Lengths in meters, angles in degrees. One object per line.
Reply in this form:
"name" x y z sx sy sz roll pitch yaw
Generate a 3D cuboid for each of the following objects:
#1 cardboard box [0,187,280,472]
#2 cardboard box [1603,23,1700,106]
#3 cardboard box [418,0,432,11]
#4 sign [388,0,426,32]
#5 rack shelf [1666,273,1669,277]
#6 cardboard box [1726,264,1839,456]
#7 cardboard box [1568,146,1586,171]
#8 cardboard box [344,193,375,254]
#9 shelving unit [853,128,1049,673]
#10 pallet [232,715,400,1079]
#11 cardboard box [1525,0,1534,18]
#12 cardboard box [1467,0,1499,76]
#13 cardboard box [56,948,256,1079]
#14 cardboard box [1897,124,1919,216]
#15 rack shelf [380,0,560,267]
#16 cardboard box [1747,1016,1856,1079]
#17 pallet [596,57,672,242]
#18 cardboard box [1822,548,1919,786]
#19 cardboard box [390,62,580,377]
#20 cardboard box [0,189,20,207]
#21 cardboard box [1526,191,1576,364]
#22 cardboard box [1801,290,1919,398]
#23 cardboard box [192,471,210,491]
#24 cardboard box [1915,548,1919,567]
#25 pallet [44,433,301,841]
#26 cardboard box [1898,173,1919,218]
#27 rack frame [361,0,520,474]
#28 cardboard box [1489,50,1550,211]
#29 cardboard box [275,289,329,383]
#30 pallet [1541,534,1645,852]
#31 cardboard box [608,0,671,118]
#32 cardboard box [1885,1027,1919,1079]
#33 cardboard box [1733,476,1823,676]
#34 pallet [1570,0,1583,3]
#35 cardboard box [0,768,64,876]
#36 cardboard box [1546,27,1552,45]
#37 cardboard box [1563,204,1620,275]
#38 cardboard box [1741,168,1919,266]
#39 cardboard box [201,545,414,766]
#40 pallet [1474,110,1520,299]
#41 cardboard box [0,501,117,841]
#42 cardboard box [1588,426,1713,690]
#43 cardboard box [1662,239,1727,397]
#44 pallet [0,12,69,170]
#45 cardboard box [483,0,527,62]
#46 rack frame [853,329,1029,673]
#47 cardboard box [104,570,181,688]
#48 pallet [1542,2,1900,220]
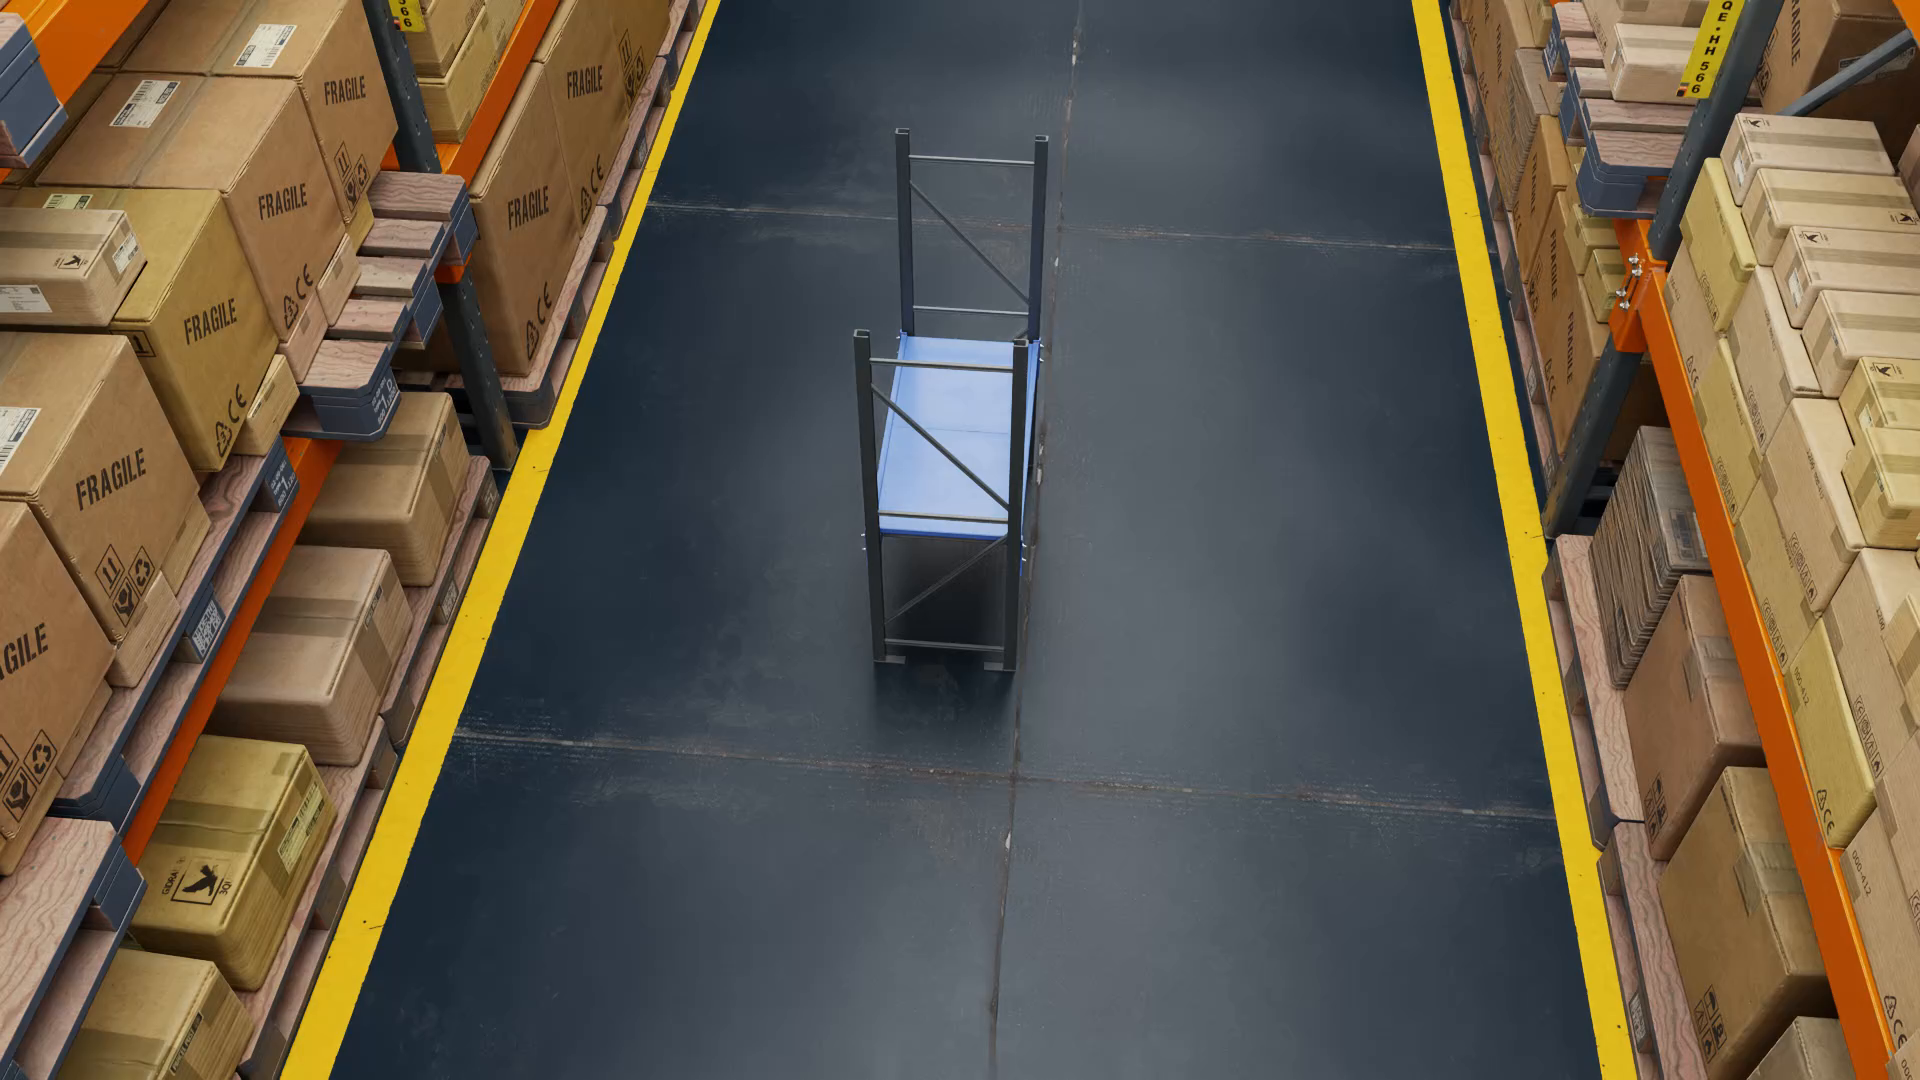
"cardboard box" -2.088 -0.523 4.142 0.500 0.500 0.500 1 48 1
"cardboard box" 2.378 -1.586 5.553 0.380 0.149 0.250 5 48 4
"cardboard box" -1.954 -2.069 5.364 0.500 0.500 0.500 2 48 2
"sign" -1.702 -1.686 5.028 0.100 0.325 0.005 4 48 4
"rack shelf" 2.518 0.626 4.000 0.919 0.124 3.809 4 48 4
"cardboard box" 2.370 -0.461 4.402 0.500 0.250 0.500 5 48 5
"cardboard box" 2.625 -1.502 6.560 0.380 0.149 0.250 5 48 5
"cardboard box" -1.991 -0.950 4.972 0.380 0.149 0.250 5 48 4
"shelving unit" -0.008 -0.443 5.639 0.538 1.500 1.048 4 48 4
"pallet" -2.429 1.058 5.140 1.003 0.211 1.213 4 48 4
"cardboard box" 2.736 -2.450 7.427 0.380 0.149 0.250 4 48 3
"cardboard box" 2.758 -2.526 7.937 0.500 0.500 0.500 3 48 3
"cardboard box" -2.500 1.419 4.416 0.950 0.372 0.625 7 48 6
"cardboard box" 2.872 -1.021 4.643 0.380 0.149 0.250 5 48 5
"rack shelf" -2.061 -2.578 7.063 1.077 0.370 4.000 4 48 4
"cardboard box" 2.451 1.625 4.056 0.875 0.625 0.625 3 48 3
"pallet" -1.982 -1.879 7.825 1.003 0.211 1.213 4 48 4
"cardboard box" 2.283 0.299 3.706 0.500 0.250 0.500 4 48 4
"cardboard box" -2.097 -1.278 6.542 0.875 0.875 0.875 3 48 3
"cardboard box" -2.597 -0.538 4.156 0.500 0.500 0.500 5 48 4
"cardboard box" 2.581 -1.011 6.551 0.500 0.500 0.500 3 48 3
"cardboard box" 2.346 -0.479 4.148 0.380 0.149 0.250 4 48 4
"cardboard box" -2.160 -0.198 4.284 0.380 0.149 0.250 4 48 4
"cardboard box" 2.344 0.088 3.629 0.380 0.149 0.250 4 48 4
"pallet" -2.382 0.171 4.191 1.003 0.211 1.213 4 48 4
"cardboard box" 2.936 -0.790 4.703 0.500 0.250 0.500 5 48 4
"rack frame" -2.243 -1.352 5.453 1.000 3.000 0.127 4 48 4
"cardboard box" 2.655 -1.779 7.253 0.500 0.500 0.500 2 48 2
"cardboard box" -2.000 -0.577 4.631 0.380 0.149 0.250 2 48 2
"pallet" 2.587 0.523 5.629 1.003 0.211 1.213 4 48 4
"cardboard box" -1.930 -2.590 7.742 0.875 0.875 0.875 5 48 5
"cardboard box" 2.162 1.212 3.211 0.500 0.250 0.500 4 48 3
"cardboard box" 2.326 0.088 4.238 0.500 0.250 0.500 2 48 2
"pallet" 2.873 -2.385 6.529 1.003 0.211 1.213 4 48 4
"cardboard box" -2.196 0.563 3.588 0.380 0.149 0.250 5 48 4
"cardboard box" 2.715 -2.067 7.078 0.380 0.149 0.250 4 48 4
"cardboard box" 2.487 -1.120 6.212 0.380 0.149 0.250 2 48 2
"cardboard box" 2.355 -0.863 4.499 0.380 0.149 0.250 5 48 4
"cardboard box" -2.364 0.351 5.393 0.950 0.372 0.625 3 48 3
"pallet" 2.920 -1.519 7.497 1.003 0.211 1.213 4 48 4
"cardboard box" -2.175 0.256 3.429 0.500 0.500 0.500 4 48 3
"cardboard box" 2.630 0.097 5.454 0.875 0.625 0.625 5 48 5
"cardboard box" 2.417 -0.660 4.923 0.500 0.250 0.500 4 48 4
"pallet" -2.354 -0.570 2.833 1.213 0.211 1.003 4 48 4
"cardboard box" -1.918 -2.022 6.168 0.500 0.250 0.500 3 48 2
"rack frame" -0.054 -0.070 5.298 0.500 1.500 0.032 4 48 4
"cardboard box" -2.096 0.190 3.929 0.380 0.149 0.250 6 48 5
"pallet" 2.692 -1.459 5.681 1.213 0.211 1.003 4 48 4
